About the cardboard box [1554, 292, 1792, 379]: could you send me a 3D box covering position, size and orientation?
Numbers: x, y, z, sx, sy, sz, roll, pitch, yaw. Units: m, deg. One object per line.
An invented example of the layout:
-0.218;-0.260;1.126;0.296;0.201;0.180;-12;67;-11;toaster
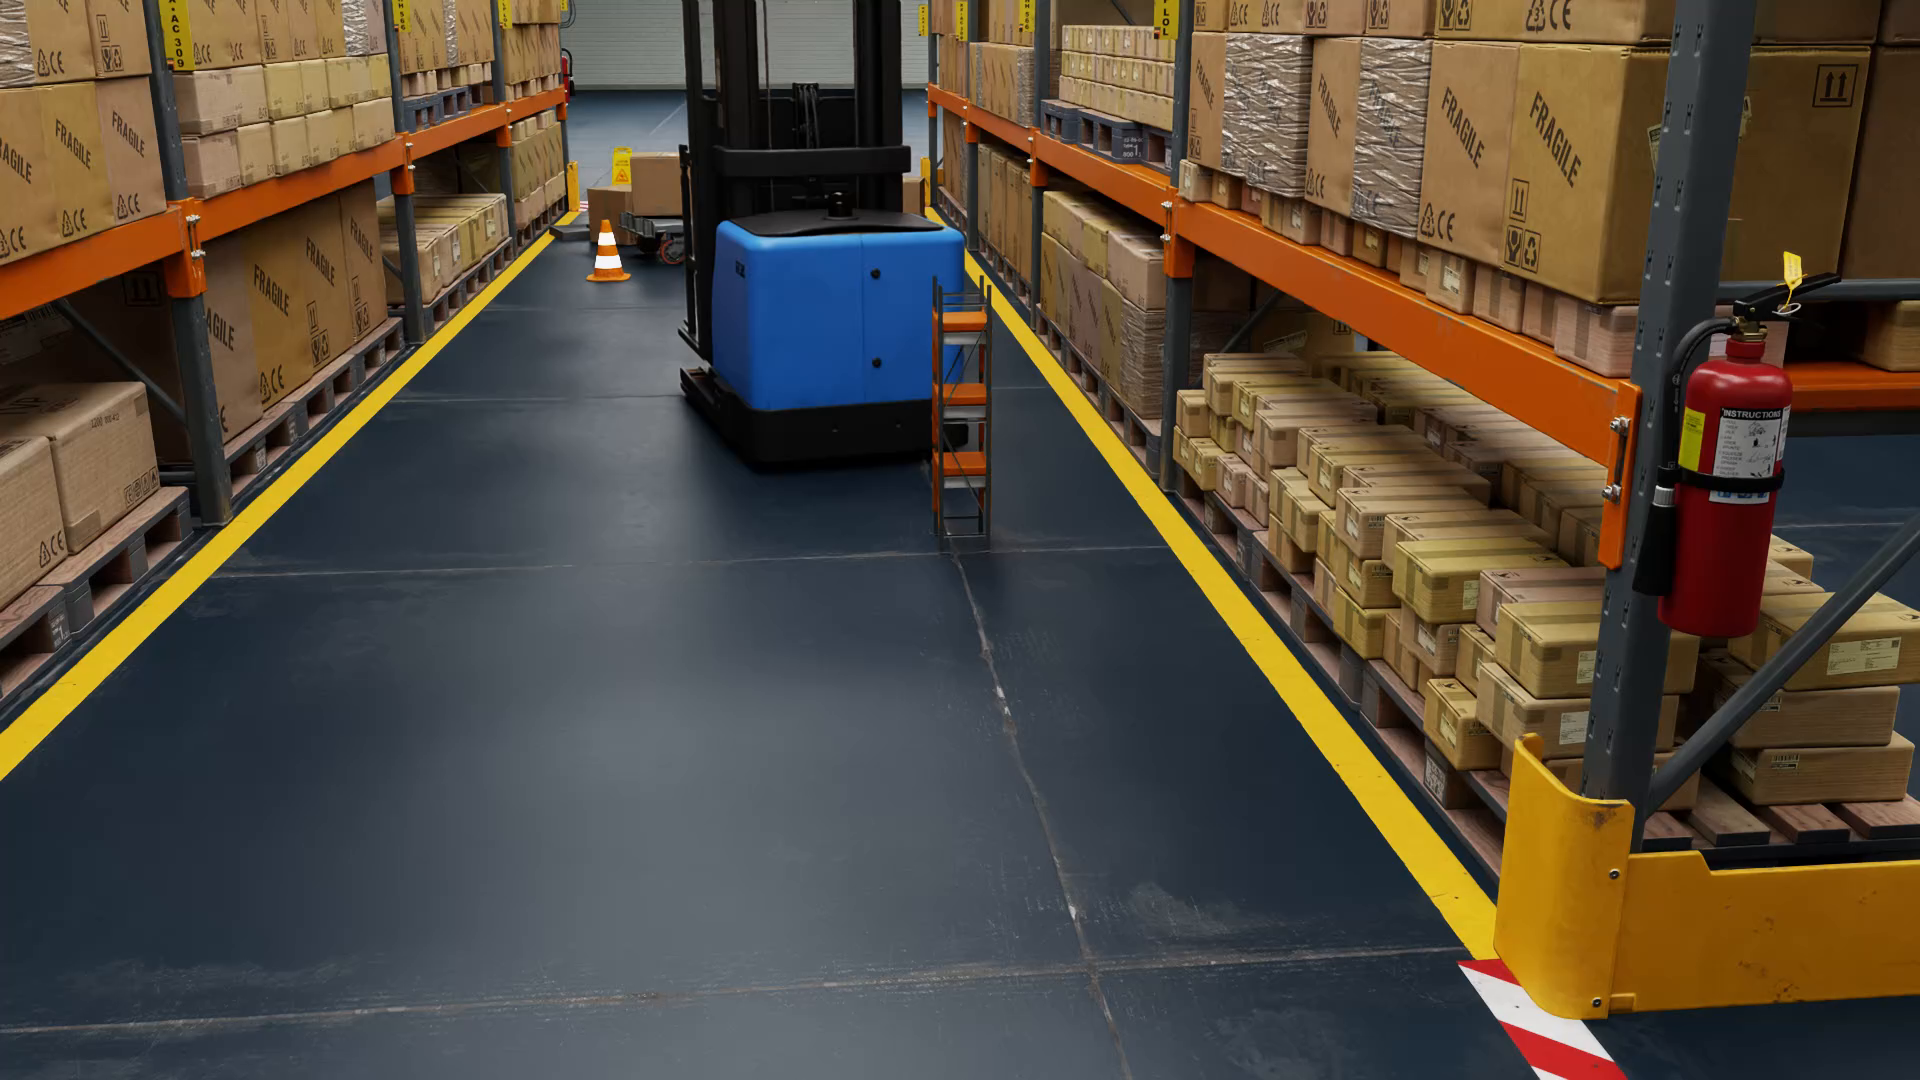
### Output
1.488;-0.440;3.491;0.380;0.149;0.250;-2;18;-6;cardboard box

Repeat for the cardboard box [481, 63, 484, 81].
-4.010;-3.720;13.238;0.380;0.149;0.250;-2;18;-7;cardboard box

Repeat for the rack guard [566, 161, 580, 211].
-4.752;-3.840;18.075;1.175;0.500;0.348;-2;18;-6;rack guard

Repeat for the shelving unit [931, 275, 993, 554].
0.006;-0.485;6.469;0.215;1.050;0.252;-2;18;-6;shelving unit

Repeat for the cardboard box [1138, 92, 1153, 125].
1.076;-2.083;8.021;0.380;0.149;0.250;-3;18;-8;cardboard box

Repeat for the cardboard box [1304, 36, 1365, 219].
1.350;-1.241;4.957;0.500;0.500;0.500;-1;17;-3;cardboard box

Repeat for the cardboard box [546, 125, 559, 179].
-4.361;-3.916;16.780;0.500;0.500;0.500;-1;17;-4;cardboard box

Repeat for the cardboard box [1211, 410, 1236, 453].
1.225;-0.455;6.681;0.380;0.149;0.250;-2;18;-5;cardboard box

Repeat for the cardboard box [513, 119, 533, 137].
-4.148;-3.796;15.315;0.380;0.149;0.250;-1;17;-4;cardboard box

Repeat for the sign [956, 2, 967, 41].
0.014;-4.480;14.362;0.100;0.325;0.005;-2;18;-6;sign

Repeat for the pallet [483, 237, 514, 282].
-4.266;-2.302;13.656;1.003;0.211;1.213;-2;18;-6;pallet

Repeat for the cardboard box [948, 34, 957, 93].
0.343;-4.711;16.423;0.875;0.550;0.500;-2;18;-6;cardboard box

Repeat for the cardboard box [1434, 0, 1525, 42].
1.456;-1.418;3.853;0.500;0.500;0.500;-2;18;-8;cardboard box

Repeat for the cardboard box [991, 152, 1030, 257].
0.815;-2.704;13.338;1.050;0.750;0.750;-2;18;-6;cardboard box

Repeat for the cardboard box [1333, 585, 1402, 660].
1.345;0.236;4.977;0.380;0.149;0.250;-3;18;-8;cardboard box

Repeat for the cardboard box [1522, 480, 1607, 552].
1.913;-0.074;4.970;0.380;0.149;0.250;-1;17;-3;cardboard box

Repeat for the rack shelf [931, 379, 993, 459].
0.006;-0.475;6.472;0.215;0.259;0.240;-2;18;-6;rack shelf

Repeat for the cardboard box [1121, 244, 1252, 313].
1.062;-1.243;7.849;0.500;0.250;0.500;-2;18;-7;cardboard box

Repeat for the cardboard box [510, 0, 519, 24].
-4.177;-4.668;14.206;0.700;0.500;0.500;-2;18;-6;cardboard box

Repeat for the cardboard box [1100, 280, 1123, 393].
1.011;-1.037;8.444;0.500;0.500;0.500;-2;18;-7;cardboard box

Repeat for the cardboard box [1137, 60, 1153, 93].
1.069;-2.232;8.001;0.380;0.149;0.250;-2;18;-7;cardboard box

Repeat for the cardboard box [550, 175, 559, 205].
-4.364;-3.557;16.889;0.500;0.250;0.500;-2;18;-5;cardboard box

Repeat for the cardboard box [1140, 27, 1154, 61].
1.074;-2.377;7.965;0.380;0.149;0.250;-2;18;-6;cardboard box

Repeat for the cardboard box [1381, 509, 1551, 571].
1.411;0.025;4.654;0.380;0.149;0.250;-2;18;-8;cardboard box

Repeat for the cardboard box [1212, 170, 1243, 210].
1.195;-1.374;6.467;0.380;0.149;0.250;-1;17;-4;cardboard box

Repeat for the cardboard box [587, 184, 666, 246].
-3.105;-3.034;15.502;0.500;0.500;0.500;11;21;32;cardboard box

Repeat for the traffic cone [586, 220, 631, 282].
-2.827;-2.327;13.318;0.336;0.463;0.334;-2;18;-6;traffic cone

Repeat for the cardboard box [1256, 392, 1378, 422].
1.314;-0.444;6.148;0.380;0.149;0.250;-2;18;-7;cardboard box

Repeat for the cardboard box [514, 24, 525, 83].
-4.191;-4.342;14.836;0.500;0.500;0.500;-2;18;-6;cardboard box

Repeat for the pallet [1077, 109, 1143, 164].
1.223;-2.175;8.918;1.003;0.211;1.213;-2;18;-6;pallet

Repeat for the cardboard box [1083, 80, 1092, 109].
0.909;-2.555;9.527;0.380;0.149;0.250;-1;17;-3;cardboard box

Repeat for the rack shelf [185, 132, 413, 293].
-3.729;-1.733;8.391;1.077;0.370;4.000;-2;18;-6;rack shelf

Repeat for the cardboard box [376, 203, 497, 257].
-4.214;-2.440;13.128;0.950;0.372;0.625;-1;17;-2;cardboard box

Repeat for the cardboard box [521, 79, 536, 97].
-4.184;-4.229;15.560;0.380;0.149;0.250;-2;18;-5;cardboard box

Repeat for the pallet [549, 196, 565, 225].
-4.704;-3.459;17.344;1.003;0.211;1.213;-2;18;-6;pallet

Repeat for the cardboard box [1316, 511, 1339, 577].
1.335;0.012;5.192;0.380;0.149;0.250;-1;17;-3;cardboard box

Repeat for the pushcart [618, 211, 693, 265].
-2.085;-2.698;14.641;1.648;0.377;0.936;-8;19;-25;pushcart

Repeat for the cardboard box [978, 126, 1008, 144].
0.570;-3.423;15.419;0.875;0.875;0.875;-2;17;-5;cardboard box

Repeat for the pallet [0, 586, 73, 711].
-3.393;0.443;4.913;1.003;0.211;1.213;-2;18;-6;pallet

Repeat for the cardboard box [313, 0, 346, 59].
-3.516;-2.750;8.593;0.500;0.500;0.500;-2;18;-6;cardboard box

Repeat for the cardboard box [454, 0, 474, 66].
-3.972;-3.822;12.478;0.500;0.500;0.500;-1;17;-4;cardboard box

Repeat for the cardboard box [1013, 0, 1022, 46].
0.780;-3.970;12.478;0.700;0.500;0.500;-2;18;-6;cardboard box

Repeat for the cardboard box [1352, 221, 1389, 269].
1.400;-0.905;4.972;0.380;0.149;0.250;-1;17;-5;cardboard box

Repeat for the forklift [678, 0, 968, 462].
-0.907;-2.156;8.651;1.130;2.935;3.031;-6;18;-17;forklift

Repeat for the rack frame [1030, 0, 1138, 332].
0.978;-2.855;10.764;1.000;3.000;0.127;-2;18;-6;rack frame

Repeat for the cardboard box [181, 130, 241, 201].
-3.305;-1.548;6.851;0.500;0.250;0.500;-2;18;-7;cardboard box

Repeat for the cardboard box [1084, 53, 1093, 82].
0.915;-2.692;9.466;0.380;0.149;0.250;-2;18;-5;cardboard box

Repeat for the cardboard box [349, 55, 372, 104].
-3.576;-2.550;9.207;0.500;0.250;0.500;-2;18;-7;cardboard box

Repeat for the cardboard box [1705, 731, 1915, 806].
2.068;0.522;4.065;0.380;0.149;0.250;-1;17;-5;cardboard box

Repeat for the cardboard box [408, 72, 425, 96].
-3.762;-3.023;11.018;0.380;0.149;0.250;-3;18;-9;cardboard box

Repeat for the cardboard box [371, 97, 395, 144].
-3.625;-2.458;9.749;0.500;0.250;0.500;-2;18;-8;cardboard box

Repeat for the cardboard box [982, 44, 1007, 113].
0.454;-3.630;13.065;0.500;0.500;0.500;-2;18;-6;cardboard box

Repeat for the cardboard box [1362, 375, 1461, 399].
1.785;-0.541;6.457;0.380;0.149;0.250;-2;18;-6;cardboard box

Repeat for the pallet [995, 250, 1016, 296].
0.849;-2.125;13.092;1.003;0.211;1.213;-2;18;-6;pallet

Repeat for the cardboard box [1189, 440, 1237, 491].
1.136;-0.306;6.702;0.380;0.149;0.250;-1;17;-4;cardboard box

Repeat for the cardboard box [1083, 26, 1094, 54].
0.911;-2.844;9.452;0.380;0.149;0.250;-3;18;-8;cardboard box

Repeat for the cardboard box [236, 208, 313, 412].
-3.767;-1.118;8.077;0.875;0.875;0.875;-1;17;-4;cardboard box

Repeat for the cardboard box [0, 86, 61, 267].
-3.096;-1.095;4.991;0.500;0.500;0.500;-2;18;-6;cardboard box
